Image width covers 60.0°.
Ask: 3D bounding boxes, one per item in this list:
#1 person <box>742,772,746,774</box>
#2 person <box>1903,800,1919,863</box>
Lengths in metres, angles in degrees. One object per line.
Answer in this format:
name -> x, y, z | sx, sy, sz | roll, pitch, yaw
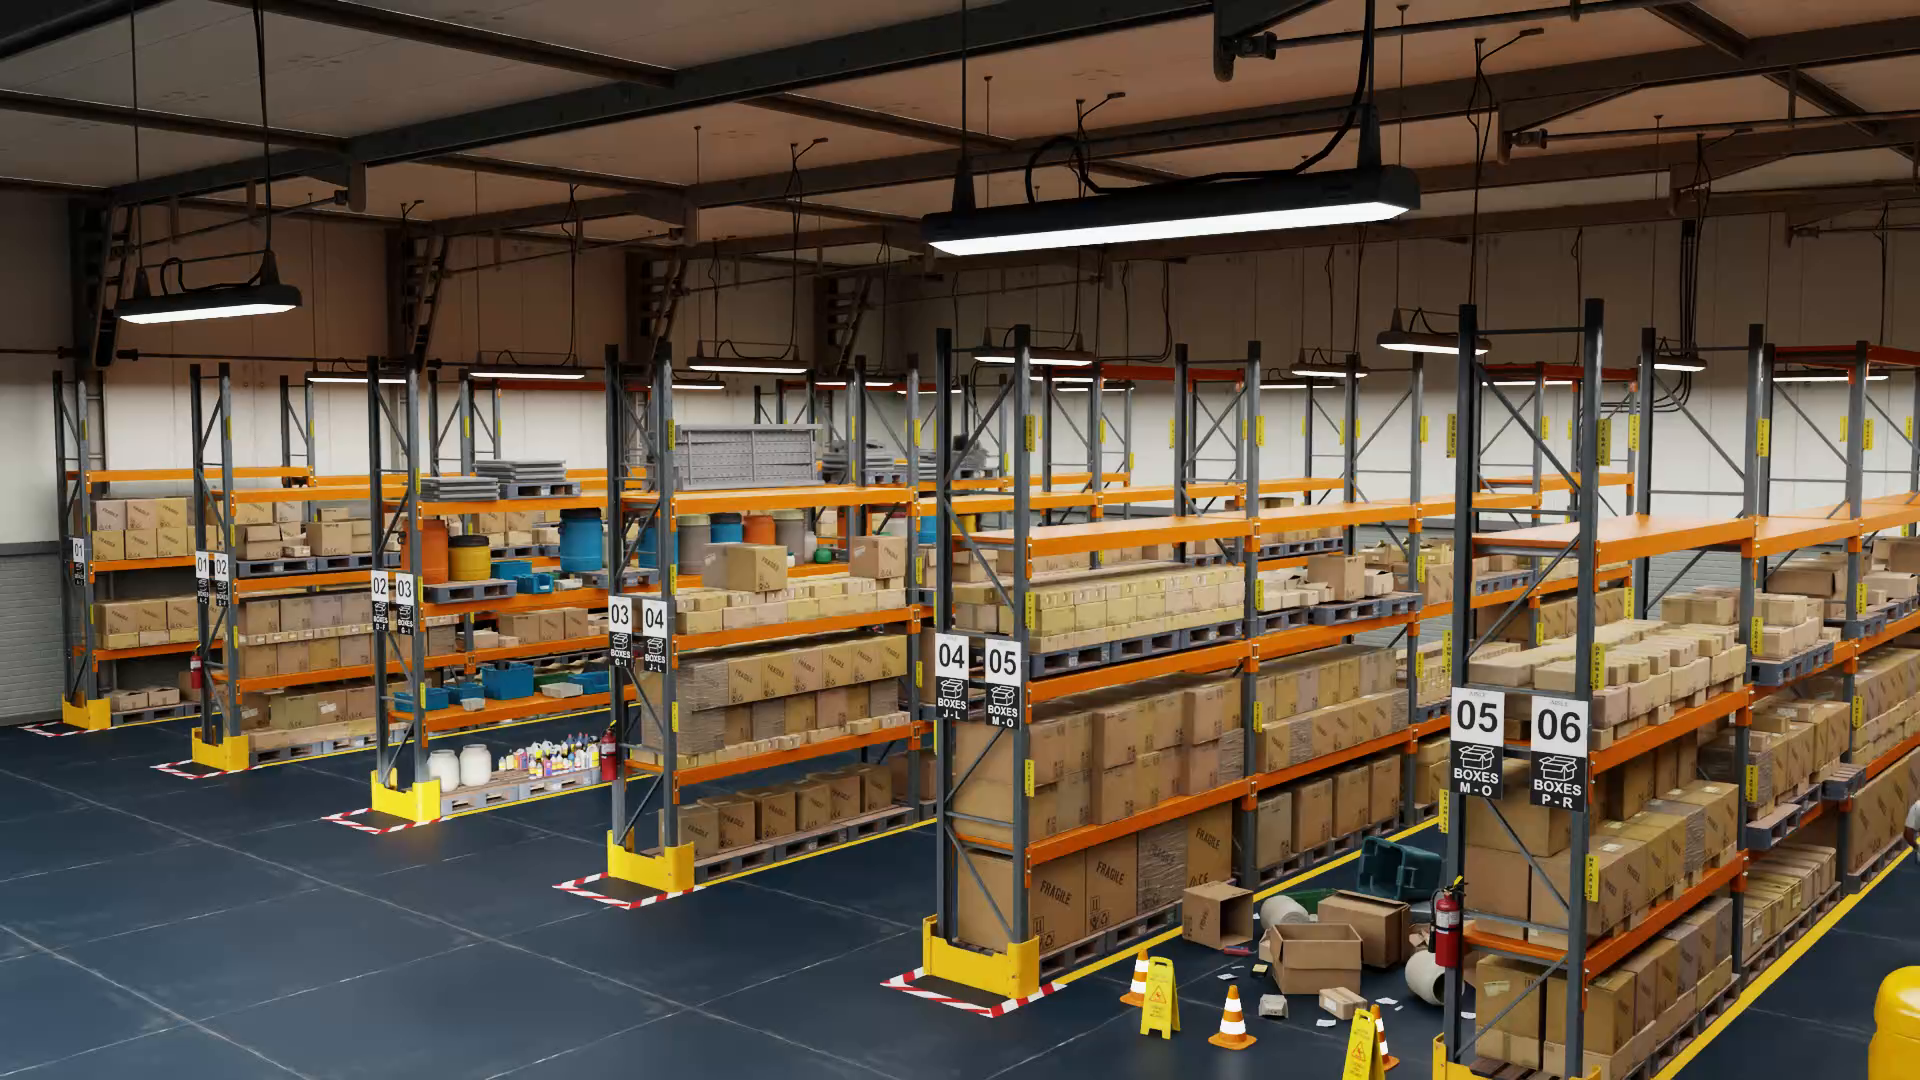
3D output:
person -> -3.075, 2.567, 24.580 | 0.539, 1.641, 0.834 | 1, 4, 14
person -> 9.540, 3.150, 16.133 | 0.688, 1.706, 0.700 | 2, 4, 23
